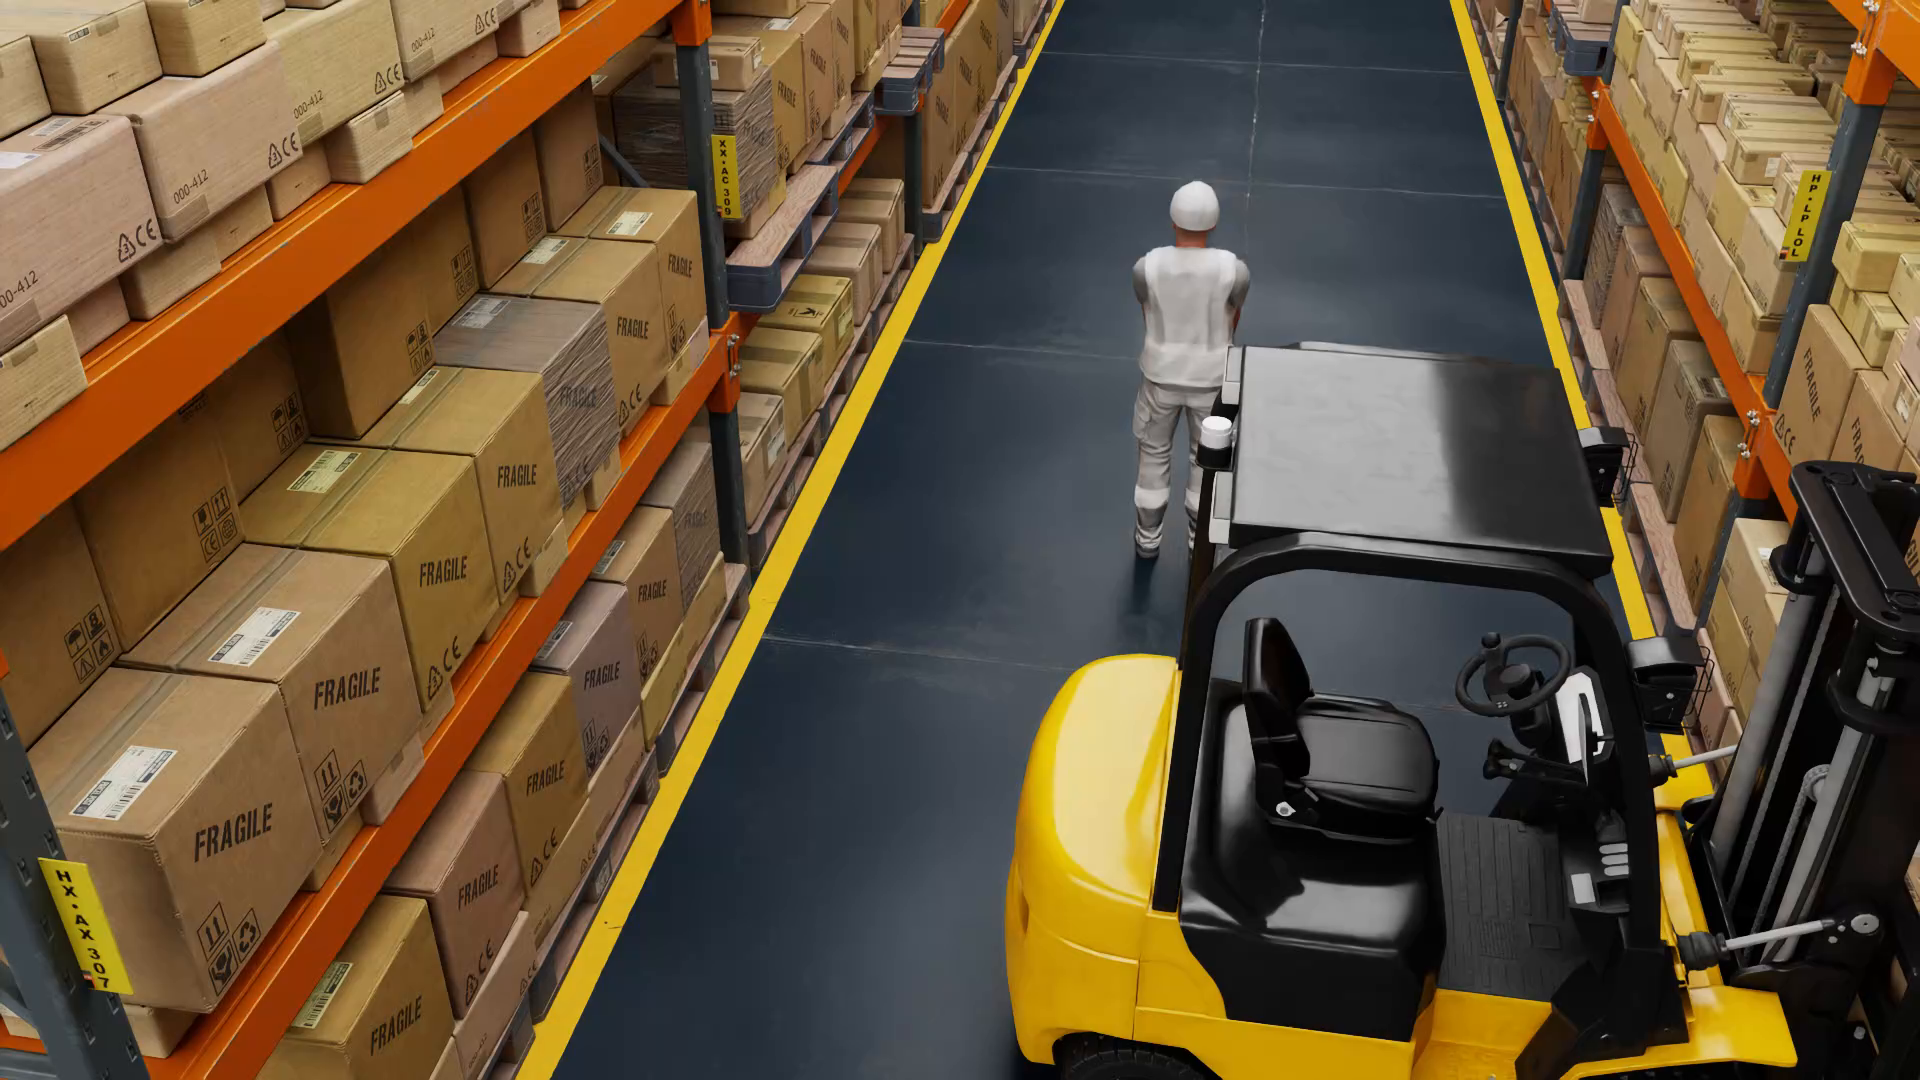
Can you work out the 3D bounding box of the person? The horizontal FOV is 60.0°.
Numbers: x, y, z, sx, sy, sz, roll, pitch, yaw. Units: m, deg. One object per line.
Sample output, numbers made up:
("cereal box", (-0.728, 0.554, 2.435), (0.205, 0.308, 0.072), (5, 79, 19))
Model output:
("person", (0.993, -0.768, 7.339), (0.495, 1.786, 0.558), (5, 33, 9))
